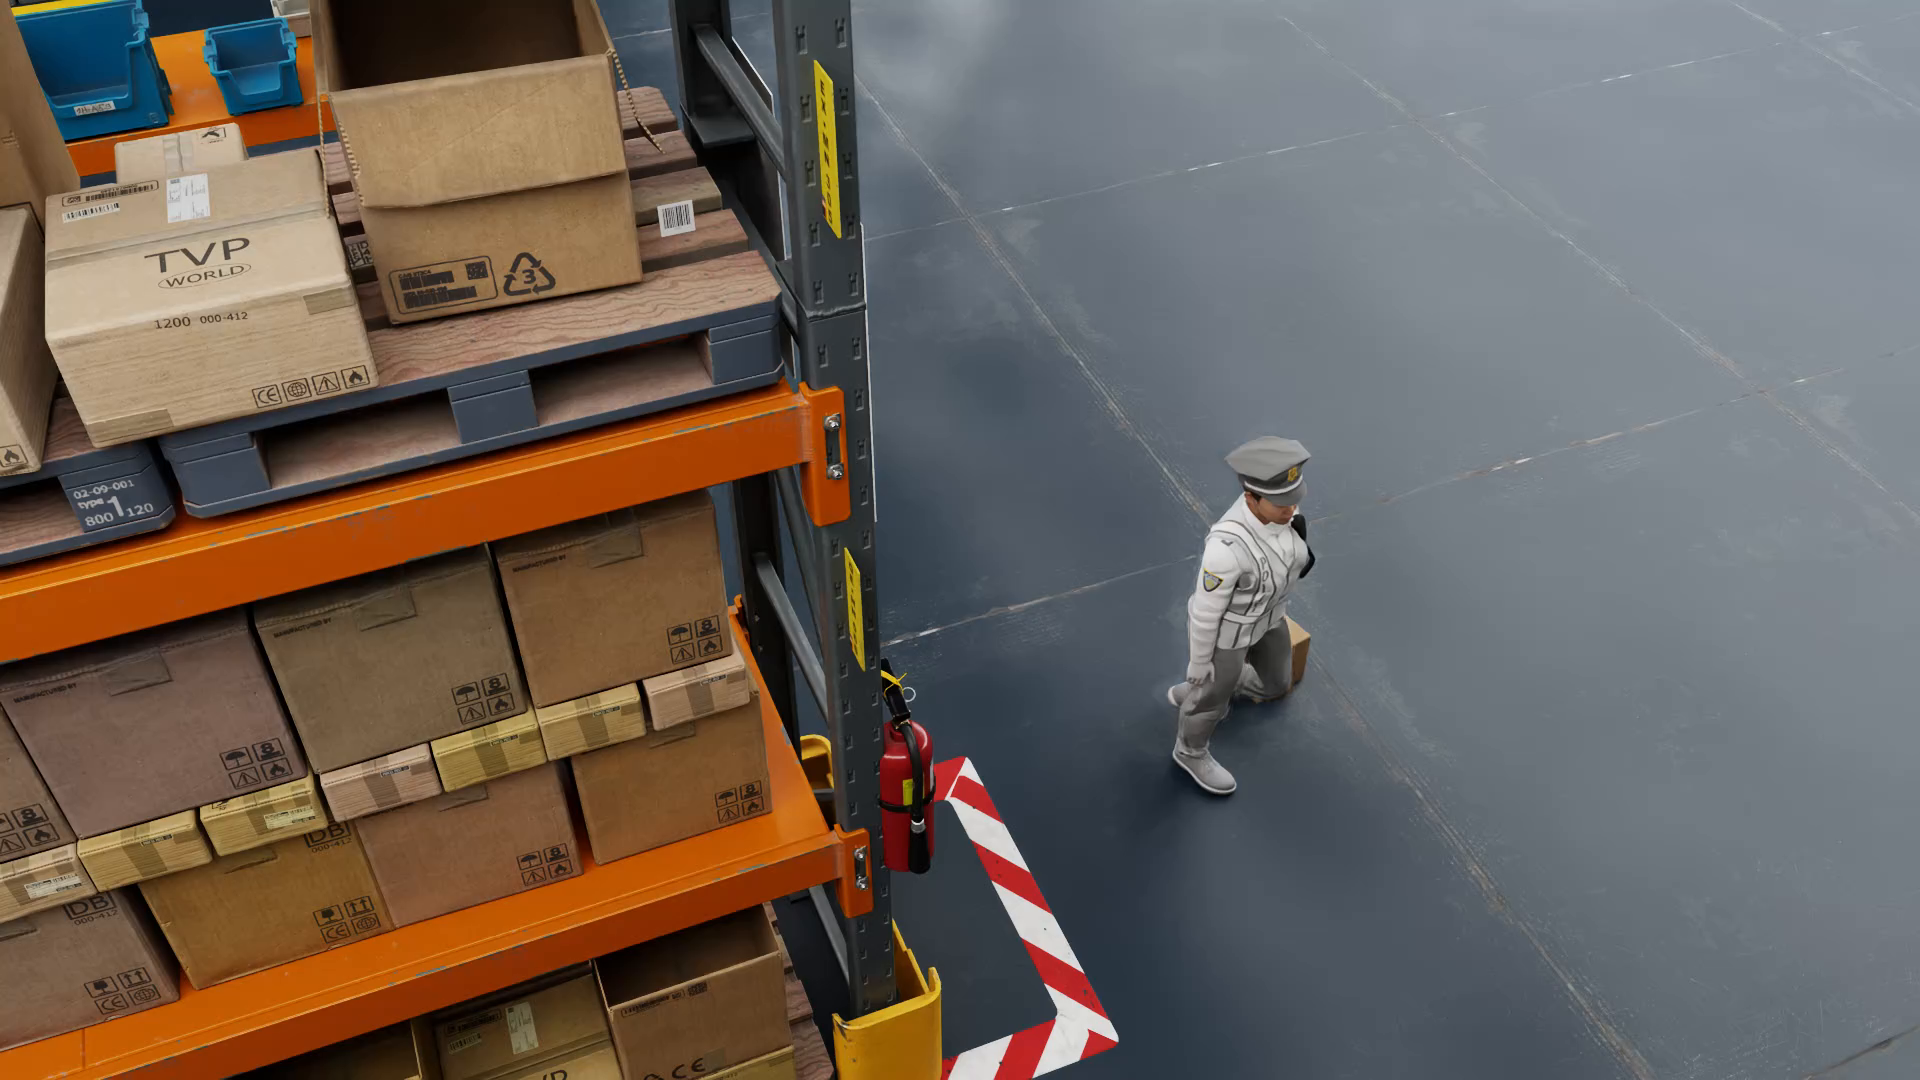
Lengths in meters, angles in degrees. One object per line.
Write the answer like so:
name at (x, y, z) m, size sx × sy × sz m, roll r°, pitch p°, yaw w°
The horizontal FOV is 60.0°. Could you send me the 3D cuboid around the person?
person at (0.931, 0.267, 5.841) m, size 0.479 × 1.672 × 0.532 m, roll 30°, pitch 50°, yaw 29°
